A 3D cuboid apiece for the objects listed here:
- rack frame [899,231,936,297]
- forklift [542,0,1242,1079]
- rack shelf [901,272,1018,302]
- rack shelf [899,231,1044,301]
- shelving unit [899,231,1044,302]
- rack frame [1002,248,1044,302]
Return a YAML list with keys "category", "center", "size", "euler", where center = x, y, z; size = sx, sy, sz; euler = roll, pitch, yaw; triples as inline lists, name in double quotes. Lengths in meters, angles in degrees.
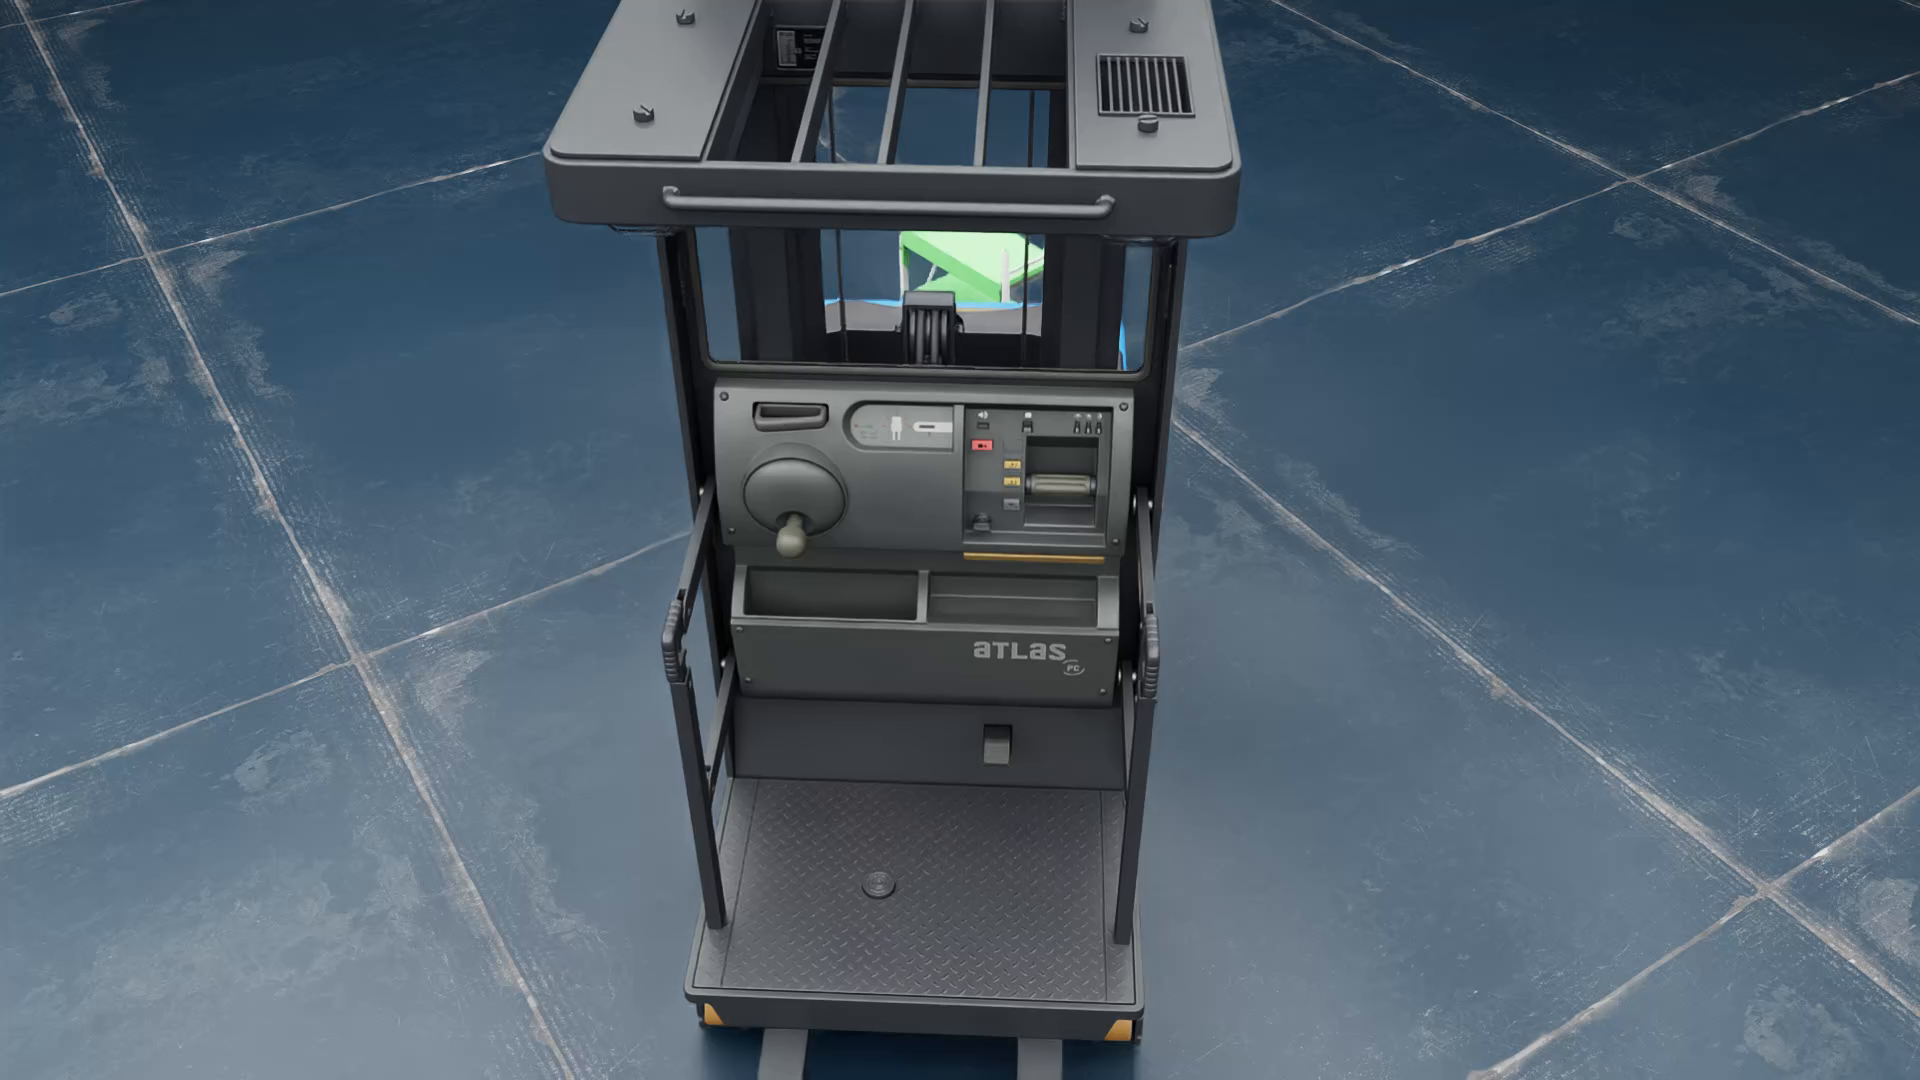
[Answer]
- category: "rack frame"
  center: [-0.098, -0.679, 5.627]
  size: [0.240, 1.200, 0.015]
  euler: [-29, 48, -30]
- category: "forklift"
  center: [-0.090, -0.073, 3.548]
  size: [1.130, 2.935, 3.031]
  euler: [2, 40, 2]
- category: "rack shelf"
  center: [0.061, -0.695, 5.372]
  size: [0.258, 0.148, 0.480]
  euler: [-29, 48, -30]
- category: "rack shelf"
  center: [0.061, -0.880, 5.218]
  size: [0.258, 0.148, 0.480]
  euler: [-29, 48, -30]
- category: "shelving unit"
  center: [0.061, -0.560, 5.485]
  size: [0.258, 1.200, 0.503]
  euler: [-29, 48, -30]
- category: "rack frame"
  center: [0.220, -0.442, 5.343]
  size: [0.240, 1.200, 0.015]
  euler: [-29, 48, -30]
